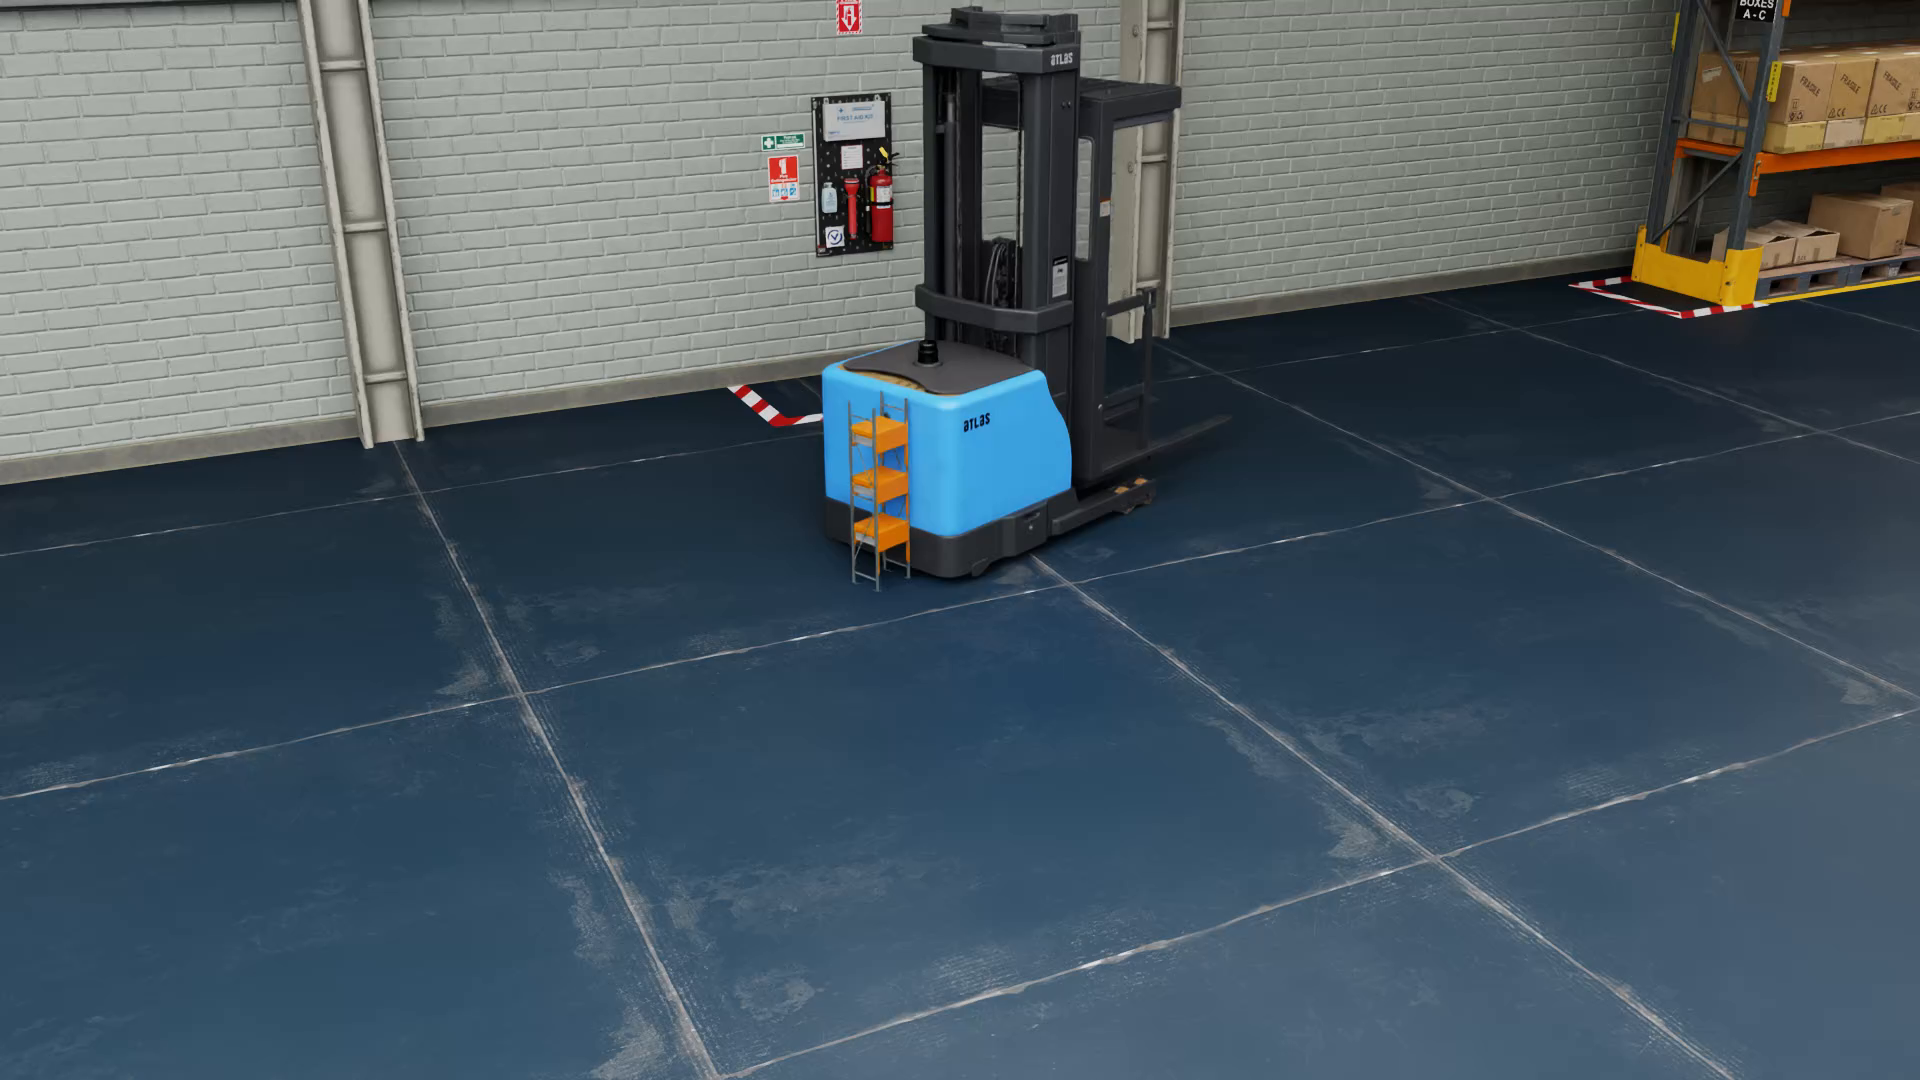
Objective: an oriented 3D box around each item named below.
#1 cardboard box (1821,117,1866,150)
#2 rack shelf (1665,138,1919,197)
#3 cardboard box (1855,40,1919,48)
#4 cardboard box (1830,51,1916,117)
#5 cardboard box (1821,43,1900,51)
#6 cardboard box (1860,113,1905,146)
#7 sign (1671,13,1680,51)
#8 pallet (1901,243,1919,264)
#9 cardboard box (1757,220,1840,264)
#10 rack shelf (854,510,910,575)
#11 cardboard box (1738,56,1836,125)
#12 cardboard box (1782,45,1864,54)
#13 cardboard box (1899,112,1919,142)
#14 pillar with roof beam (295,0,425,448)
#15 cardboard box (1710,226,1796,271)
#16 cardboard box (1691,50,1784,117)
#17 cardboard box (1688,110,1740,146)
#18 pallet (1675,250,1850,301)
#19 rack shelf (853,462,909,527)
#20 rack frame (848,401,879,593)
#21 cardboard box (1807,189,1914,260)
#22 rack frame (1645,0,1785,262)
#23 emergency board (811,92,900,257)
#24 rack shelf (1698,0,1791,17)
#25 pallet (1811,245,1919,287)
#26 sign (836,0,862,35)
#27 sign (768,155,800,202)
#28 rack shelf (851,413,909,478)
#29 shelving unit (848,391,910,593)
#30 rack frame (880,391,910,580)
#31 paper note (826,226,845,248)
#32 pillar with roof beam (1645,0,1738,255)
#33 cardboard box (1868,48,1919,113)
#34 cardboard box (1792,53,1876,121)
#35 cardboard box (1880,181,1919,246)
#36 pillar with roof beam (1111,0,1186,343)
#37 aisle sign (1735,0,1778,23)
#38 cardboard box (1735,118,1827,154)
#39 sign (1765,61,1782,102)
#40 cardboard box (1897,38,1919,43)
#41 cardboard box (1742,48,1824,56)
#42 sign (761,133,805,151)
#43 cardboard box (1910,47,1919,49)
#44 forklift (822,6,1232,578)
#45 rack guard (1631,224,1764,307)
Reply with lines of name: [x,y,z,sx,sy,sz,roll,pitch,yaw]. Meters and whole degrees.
cardboard box: [7.685,-3.668,14.860,0.500,0.250,0.500,-11,25,-25]
rack shelf: [8.448,-3.665,15.623,4.000,0.370,1.077,-10,25,-24]
cardboard box: [8.817,-4.445,15.755,0.500,0.500,0.500,-10,24,-22]
cardboard box: [8.125,-4.090,14.898,0.500,0.500,0.500,-11,25,-25]
cardboard box: [8.354,-4.355,15.537,0.500,0.500,0.500,-10,25,-23]
cardboard box: [8.147,-3.751,15.059,0.500,0.250,0.500,-11,25,-24]
sign: [6.423,-4.541,14.872,0.005,0.325,0.100,-10,25,-24]
pallet: [9.661,-2.917,16.522,1.213,0.211,1.003,-10,25,-24]
cardboard box: [7.822,-2.805,15.545,0.500,0.311,0.500,-8,24,-19]
rack shelf: [-0.435,0.010,9.109,0.215,0.259,0.240,19,29,38]
cardboard box: [7.207,-3.928,14.507,0.500,0.500,0.500,-10,25,-24]
cardboard box: [7.901,-4.271,15.336,0.500,0.500,0.500,-11,25,-25]
cardboard box: [8.603,-3.834,15.260,0.500,0.250,0.500,-10,25,-23]
pillar with roof beam: [-2.044,-3.378,6.145,0.400,9.000,9.100,-10,25,-24]
cardboard box: [7.309,-2.711,15.317,0.500,0.311,0.500,-14,26,-30]
cardboard box: [6.979,-4.104,14.931,0.500,0.500,0.500,-11,25,-24]
cardboard box: [6.983,-3.750,15.058,0.500,0.250,0.500,-10,25,-23]
pallet: [7.462,-2.513,15.544,1.213,0.211,1.003,-10,25,-24]
rack shelf: [-0.435,-0.247,9.002,0.215,0.259,0.240,19,29,38]
rack frame: [-0.517,-0.222,8.914,0.200,1.050,0.008,19,29,38]
cardboard box: [8.505,-2.997,15.761,0.500,0.500,0.700,-12,25,-27]
rack frame: [6.646,-3.666,14.684,0.127,3.000,1.000,-10,25,-24]
emergency board: [-0.748,-2.688,12.322,0.643,1.169,0.194,-10,25,-24]
rack shelf: [8.448,-5.051,15.049,4.000,0.370,1.077,-10,25,-24]
pallet: [8.560,-2.713,16.029,1.213,0.211,1.003,-10,25,-24]
sign: [-0.798,-3.792,11.958,0.199,0.298,0.001,-10,25,-24]
sign: [-1.291,-2.648,12.179,0.234,0.329,0.001,-10,25,-24]
rack shelf: [-0.435,-0.509,8.894,0.215,0.259,0.240,19,29,38]
shelving unit: [-0.435,-0.257,8.998,0.215,1.050,0.252,19,29,38]
rack frame: [-0.354,-0.292,9.082,0.200,1.050,0.008,19,29,38]
paper note: [-0.937,-2.275,12.477,0.142,0.148,0.016,-10,25,-24]
pillar with roof beam: [8.769,-5.368,10.953,0.400,9.000,9.100,-10,25,-24]
cardboard box: [8.585,-4.180,15.115,0.500,0.500,0.500,-10,24,-22]
cardboard box: [7.656,-4.006,14.696,0.500,0.500,0.500,-10,25,-23]
cardboard box: [9.333,-3.192,16.232,0.500,0.500,0.500,-12,26,-28]
pillar with roof beam: [3.362,-4.373,8.549,0.400,9.000,9.100,-10,25,-24]
aisle sign: [6.711,-4.752,13.908,0.004,0.787,0.394,-10,25,-24]
cardboard box: [7.224,-3.577,14.640,0.500,0.250,0.500,-11,25,-25]
sign: [6.882,-3.879,14.067,0.005,0.325,0.100,-10,25,-24]
cardboard box: [9.269,-4.525,15.950,0.500,0.500,0.500,-11,25,-24]
cardboard box: [7.437,-4.184,15.125,0.500,0.500,0.500,-10,25,-23]
sign: [-1.283,-2.891,12.072,0.331,0.109,0.001,-10,25,-24]
cardboard box: [9.053,-4.266,15.324,0.500,0.500,0.500,-11,25,-25]
forklift: [0.569,-1.628,9.852,1.130,2.935,3.031,19,29,38]
rack guard: [6.715,-2.524,15.193,0.348,0.500,1.175,-10,25,-24]
